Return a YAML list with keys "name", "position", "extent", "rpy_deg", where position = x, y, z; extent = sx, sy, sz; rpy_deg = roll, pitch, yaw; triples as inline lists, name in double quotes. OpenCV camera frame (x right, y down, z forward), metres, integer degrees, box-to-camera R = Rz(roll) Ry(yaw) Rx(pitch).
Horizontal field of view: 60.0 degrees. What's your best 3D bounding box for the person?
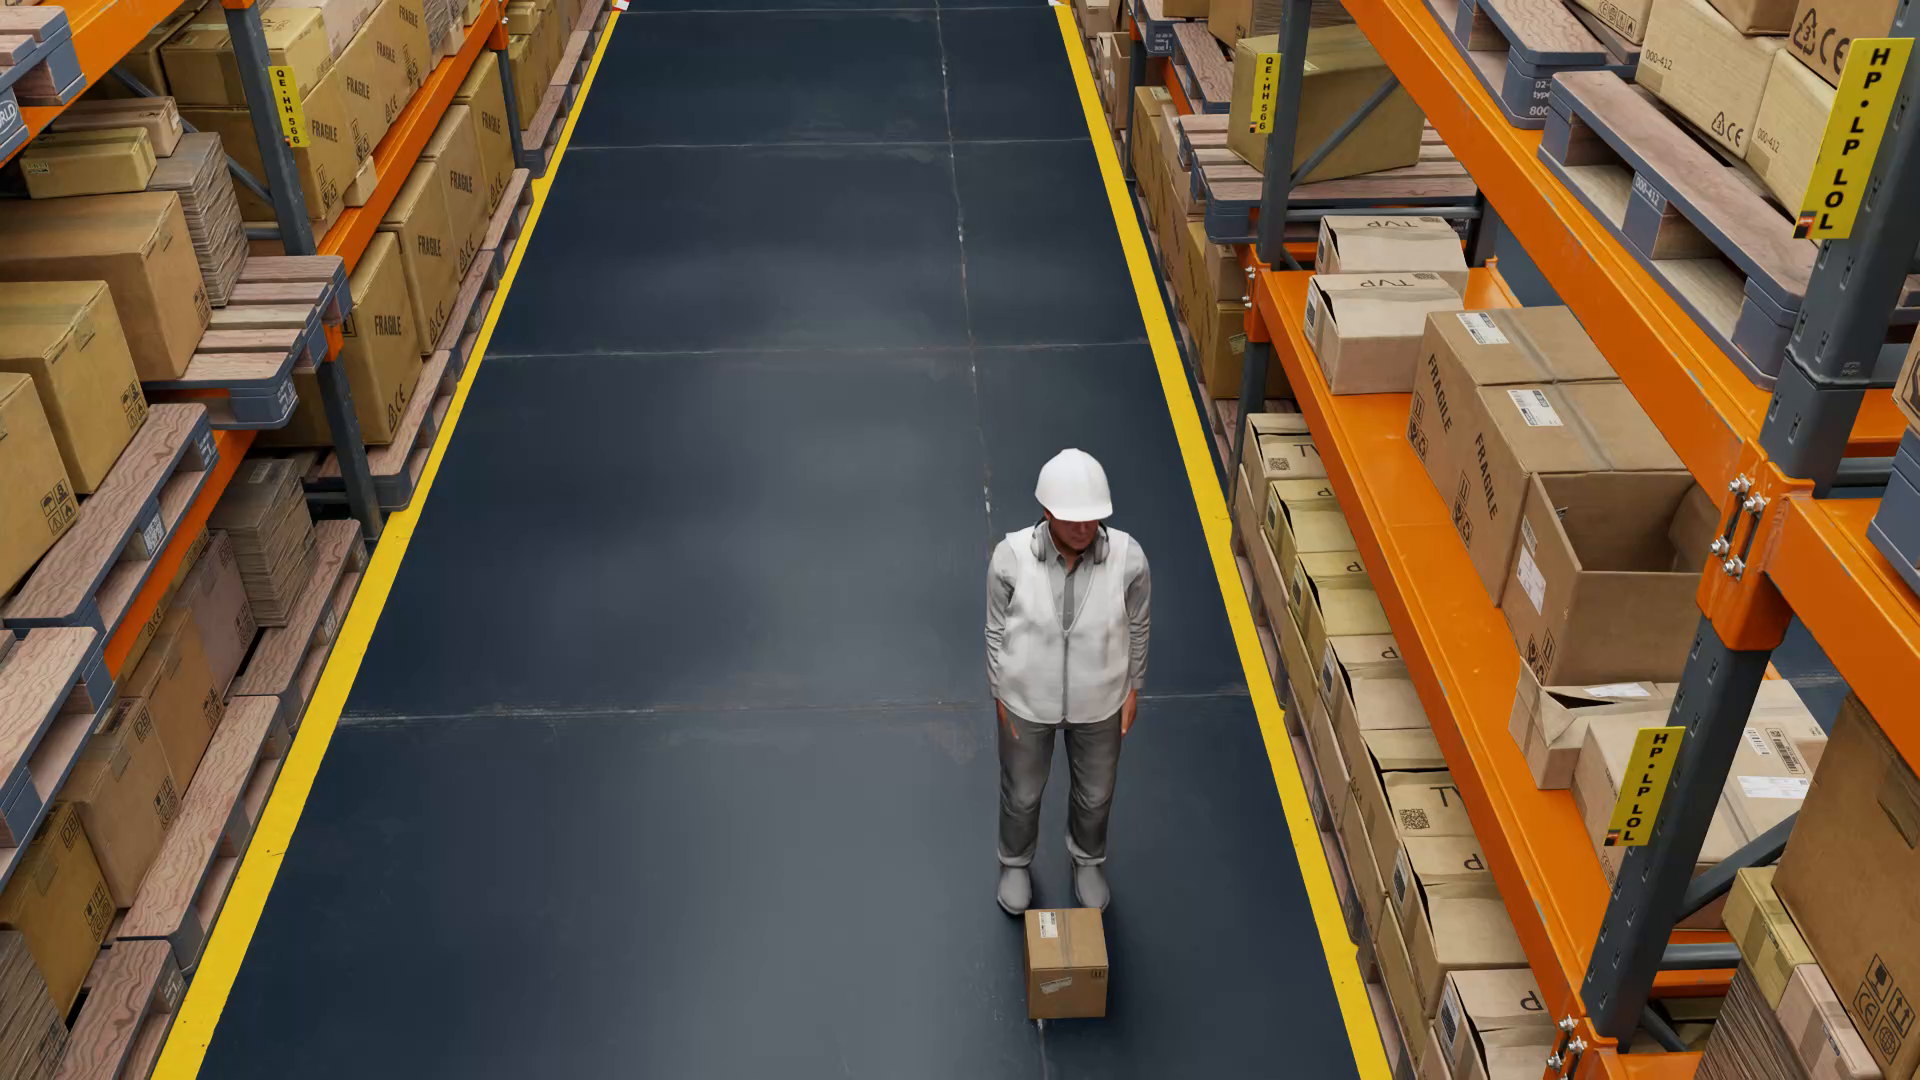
- name: "person"
  position: [0.345, 0.497, 5.420]
  extent: [0.532, 1.774, 0.359]
  rpy_deg: [-1, 35, -1]
